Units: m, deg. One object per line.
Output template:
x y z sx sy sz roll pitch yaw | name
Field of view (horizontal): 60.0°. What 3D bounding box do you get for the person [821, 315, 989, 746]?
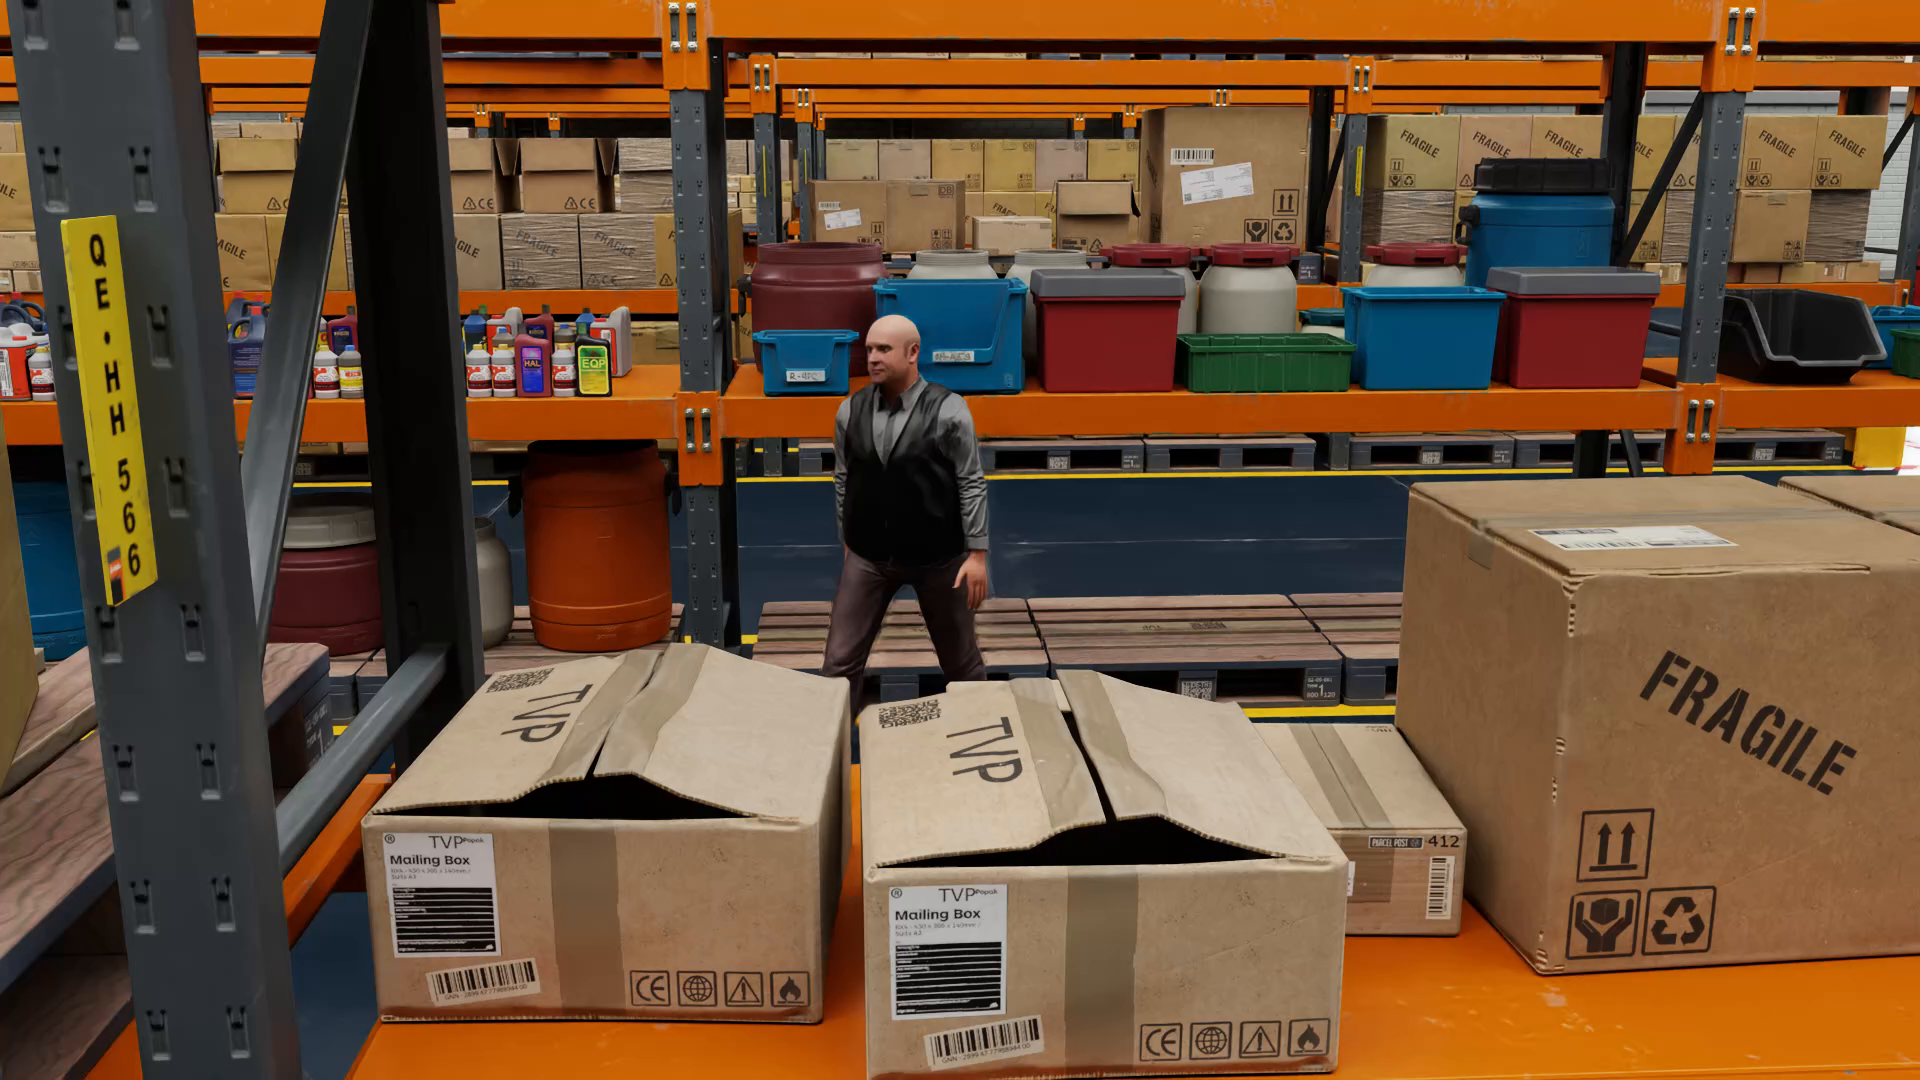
-0.212 0.064 5.795 0.654 1.688 0.801 4 14 15 | person
